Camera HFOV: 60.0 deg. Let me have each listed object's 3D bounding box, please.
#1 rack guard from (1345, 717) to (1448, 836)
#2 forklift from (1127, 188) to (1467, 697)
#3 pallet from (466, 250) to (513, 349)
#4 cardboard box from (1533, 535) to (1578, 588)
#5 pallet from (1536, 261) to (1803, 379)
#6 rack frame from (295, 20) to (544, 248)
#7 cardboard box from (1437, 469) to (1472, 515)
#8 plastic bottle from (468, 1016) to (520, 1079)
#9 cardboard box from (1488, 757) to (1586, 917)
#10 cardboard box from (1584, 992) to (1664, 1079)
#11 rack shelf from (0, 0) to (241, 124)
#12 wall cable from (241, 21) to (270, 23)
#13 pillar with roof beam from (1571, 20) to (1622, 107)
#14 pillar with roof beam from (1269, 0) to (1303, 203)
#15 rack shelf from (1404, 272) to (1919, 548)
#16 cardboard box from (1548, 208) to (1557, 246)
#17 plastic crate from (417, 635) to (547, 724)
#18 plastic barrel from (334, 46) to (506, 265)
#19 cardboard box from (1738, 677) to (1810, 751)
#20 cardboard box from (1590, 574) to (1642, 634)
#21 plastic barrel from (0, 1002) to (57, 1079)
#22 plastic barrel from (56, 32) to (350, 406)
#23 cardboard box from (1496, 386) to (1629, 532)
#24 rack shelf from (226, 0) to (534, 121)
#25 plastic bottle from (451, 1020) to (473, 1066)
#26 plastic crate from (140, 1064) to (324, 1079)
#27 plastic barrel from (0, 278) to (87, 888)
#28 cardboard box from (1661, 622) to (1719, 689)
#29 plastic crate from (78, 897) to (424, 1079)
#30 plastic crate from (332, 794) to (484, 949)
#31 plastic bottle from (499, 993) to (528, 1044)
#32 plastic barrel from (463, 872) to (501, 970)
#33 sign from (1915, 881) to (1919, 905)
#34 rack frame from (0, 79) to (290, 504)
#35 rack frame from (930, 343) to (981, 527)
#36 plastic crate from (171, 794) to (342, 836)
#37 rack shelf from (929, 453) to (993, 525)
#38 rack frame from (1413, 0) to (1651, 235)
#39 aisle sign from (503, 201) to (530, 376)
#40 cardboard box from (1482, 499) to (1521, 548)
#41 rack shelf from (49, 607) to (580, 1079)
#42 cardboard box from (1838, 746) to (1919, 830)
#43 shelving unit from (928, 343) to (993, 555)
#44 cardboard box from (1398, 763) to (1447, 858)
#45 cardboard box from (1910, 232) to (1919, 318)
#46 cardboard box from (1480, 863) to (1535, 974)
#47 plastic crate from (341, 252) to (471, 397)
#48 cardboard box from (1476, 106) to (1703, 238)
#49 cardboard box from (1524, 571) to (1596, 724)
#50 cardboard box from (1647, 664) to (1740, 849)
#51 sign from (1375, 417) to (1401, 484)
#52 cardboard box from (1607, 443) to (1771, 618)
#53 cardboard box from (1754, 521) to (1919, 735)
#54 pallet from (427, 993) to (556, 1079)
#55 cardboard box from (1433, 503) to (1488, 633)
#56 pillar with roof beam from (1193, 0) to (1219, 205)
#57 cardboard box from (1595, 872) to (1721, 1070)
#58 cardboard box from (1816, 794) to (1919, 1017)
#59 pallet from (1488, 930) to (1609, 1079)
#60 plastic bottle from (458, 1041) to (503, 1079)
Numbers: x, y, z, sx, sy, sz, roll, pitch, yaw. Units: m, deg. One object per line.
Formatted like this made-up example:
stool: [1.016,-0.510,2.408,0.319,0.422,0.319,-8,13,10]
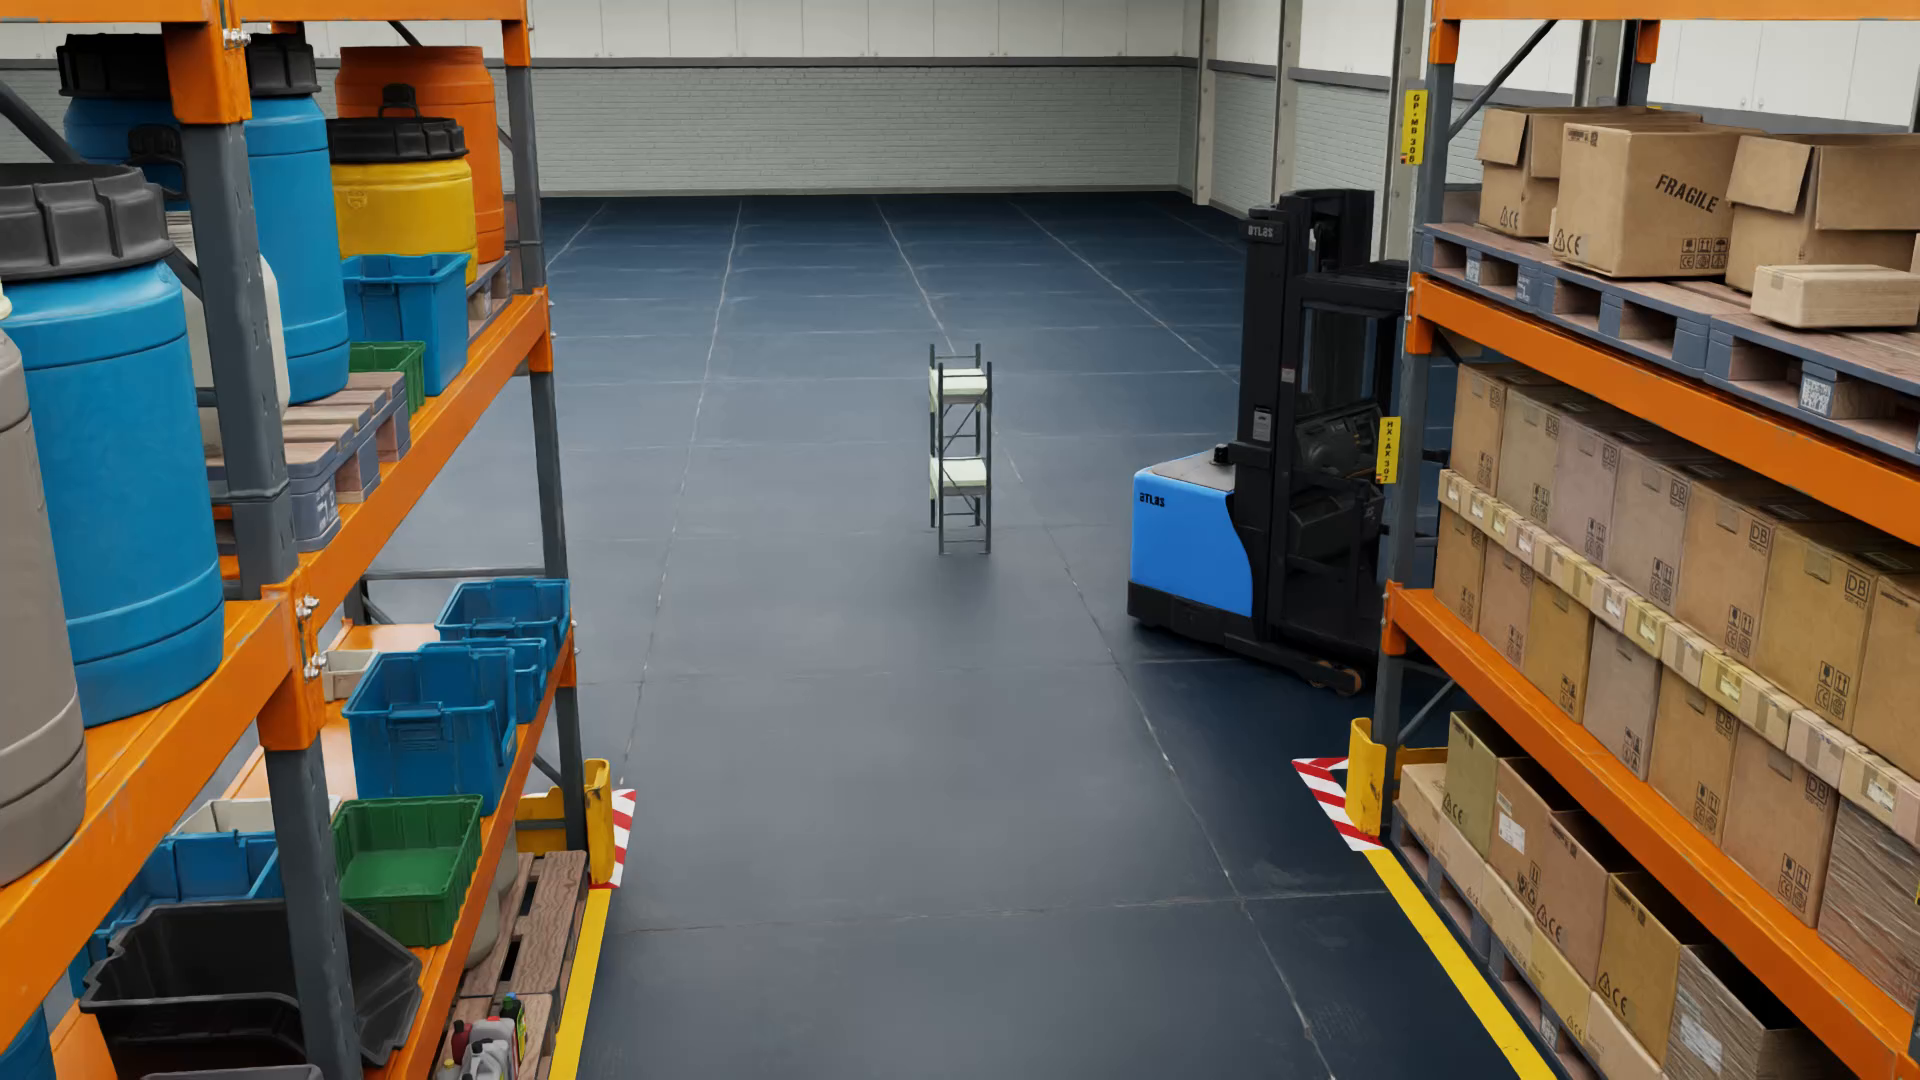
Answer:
rack guard: [2.600,1.192,8.546,1.175,0.500,0.348,-2,18,-6]
forklift: [2.527,-0.618,10.251,1.130,2.935,3.031,-16,24,-42]
pallet: [-2.337,-0.933,6.449,1.003,0.211,1.213,-2,18,-6]
cardboard box: [2.537,0.080,6.664,0.380,0.149,0.250,-2,18,-7]
pallet: [2.779,-0.807,5.879,1.003,0.211,1.213,-2,18,-6]
rack frame: [-2.325,-2.704,6.767,1.000,3.000,0.127,-2,18,-6]
cardboard box: [2.429,-0.227,7.643,0.380,0.149,0.250,-2,18,-6]
plastic bottle: [-1.701,1.857,6.066,0.152,0.276,0.135,-2,18,-5]
cardboard box: [2.554,1.224,6.907,0.500,0.500,0.500,-2,18,-6]
cardboard box: [2.642,1.880,6.069,0.500,0.250,0.500,-2,18,-6]
rack shelf: [-1.706,-0.382,1.240,1.077,0.370,4.000,-2,18,-6]
wall cable: [-15.508,-13.623,35.868,2.305,6.003,0.169,-2,18,-6]
pillar with roof beam: [2.942,-6.270,18.127,9.100,9.000,0.400,-2,18,-6]
pillar with roof beam: [1.705,-9.846,29.515,9.100,9.000,0.400,-2,18,-6]
rack shelf: [2.809,-0.486,5.910,1.077,0.370,4.000,-2,18,-6]
cardboard box: [2.548,-1.216,6.520,0.380,0.149,0.250,-2,18,-6]
plastic crate: [-1.914,0.563,6.625,0.499,0.251,0.408,-2,18,-6]
plastic barrel: [-2.148,-1.537,6.640,0.600,0.830,0.708,-2,18,-6]
cardboard box: [2.693,0.537,5.210,0.380,0.149,0.250,-2,18,-6]
cardboard box: [2.586,0.231,6.185,0.380,0.149,0.250,-2,18,-5]
plastic barrel: [-2.174,1.235,3.398,0.600,0.901,0.708,-2,18,-6]
plastic barrel: [-1.908,-0.821,4.237,0.600,0.901,0.708,-2,18,-6]
cardboard box: [2.703,-0.349,6.947,0.700,0.500,0.500,-2,18,-7]
rack shelf: [-2.119,-1.574,5.036,1.077,0.370,4.000,-2,18,-6]
plastic bottle: [-1.807,1.857,6.054,0.061,0.283,0.133,-2,18,-6]
plastic crate: [-1.558,1.454,3.430,0.402,0.464,0.583,-2,18,-6]
plastic barrel: [-1.577,0.019,2.263,0.600,0.901,0.600,0,17,0]
cardboard box: [2.644,0.388,5.683,0.380,0.149,0.250,-1,17,-4]
plastic crate: [-1.840,1.220,4.388,0.767,0.338,0.504,-2,18,-6]
plastic crate: [-1.772,1.038,5.217,0.450,0.188,0.662,-2,18,-6]
plastic bottle: [-1.699,1.817,6.319,0.097,0.201,0.097,0,17,0]
plastic barrel: [-2.129,1.488,6.882,0.421,0.512,0.421,0,17,0]
sign: [2.463,0.765,4.156,0.100,0.325,0.005,-2,18,-6]
rack frame: [-1.912,-1.512,2.971,1.000,3.000,0.127,-2,18,-6]
rack frame: [-0.038,-0.827,13.306,0.400,1.500,0.023,-2,18,-6]
plastic crate: [-2.332,1.000,5.425,0.530,0.136,0.437,-2,18,-6]
rack shelf: [-0.001,-0.407,13.056,0.431,0.370,0.720,-2,18,-6]
rack frame: [2.602,-2.856,7.251,1.000,3.000,0.127,-2,18,-6]
aisle sign: [-2.037,-1.113,7.373,0.394,0.787,0.004,-2,18,-6]
cardboard box: [2.483,-0.074,7.156,0.380,0.149,0.250,-2,18,-5]
rack shelf: [-2.119,1.097,5.875,1.077,0.370,4.000,-2,18,-6]
cardboard box: [2.750,0.693,4.713,0.380,0.149,0.250,-2,18,-7]
shelving unit: [-0.001,-0.718,12.959,0.431,1.500,0.755,-2,18,-6]
cardboard box: [2.436,1.284,7.967,0.500,0.250,0.500,-2,18,-6]
cardboard box: [3.170,-0.777,4.850,0.500,0.311,0.500,-3,18,-9]
cardboard box: [2.543,1.582,7.019,0.500,0.250,0.500,-2,18,-6]
plastic crate: [-1.829,-0.706,5.438,0.392,0.384,0.575,-2,18,-6]
cardboard box: [2.658,-1.570,7.055,0.797,0.503,0.637,-1,17,-2]
cardboard box: [2.742,0.403,6.720,0.700,0.500,0.500,-2,18,-5]
cardboard box: [2.854,0.712,5.735,0.700,0.500,0.500,-2,17,-5]
sign: [2.050,-0.429,7.959,0.100,0.325,0.005,-2,18,-6]
cardboard box: [2.808,-0.049,5.993,0.700,0.500,0.500,-2,18,-6]
cardboard box: [2.910,0.249,5.044,0.700,0.500,0.500,-2,18,-6]
pallet: [-2.069,2.115,6.089,1.003,0.211,1.213,-2,18,-6]
cardboard box: [2.638,0.098,7.690,0.700,0.500,0.500,-2,18,-6]
pillar with roof beam: [1.086,-11.633,35.209,9.100,9.000,0.400,-2,18,-6]
cardboard box: [2.654,1.522,5.958,0.500,0.500,0.500,-2,18,-6]
cardboard box: [2.963,1.018,4.759,0.700,0.500,0.500,-2,18,-7]
pallet: [2.846,1.926,6.690,1.003,0.211,1.213,-2,18,-6]
plastic bottle: [-1.665,1.912,5.766,0.144,0.351,0.185,-1,17,-3]
